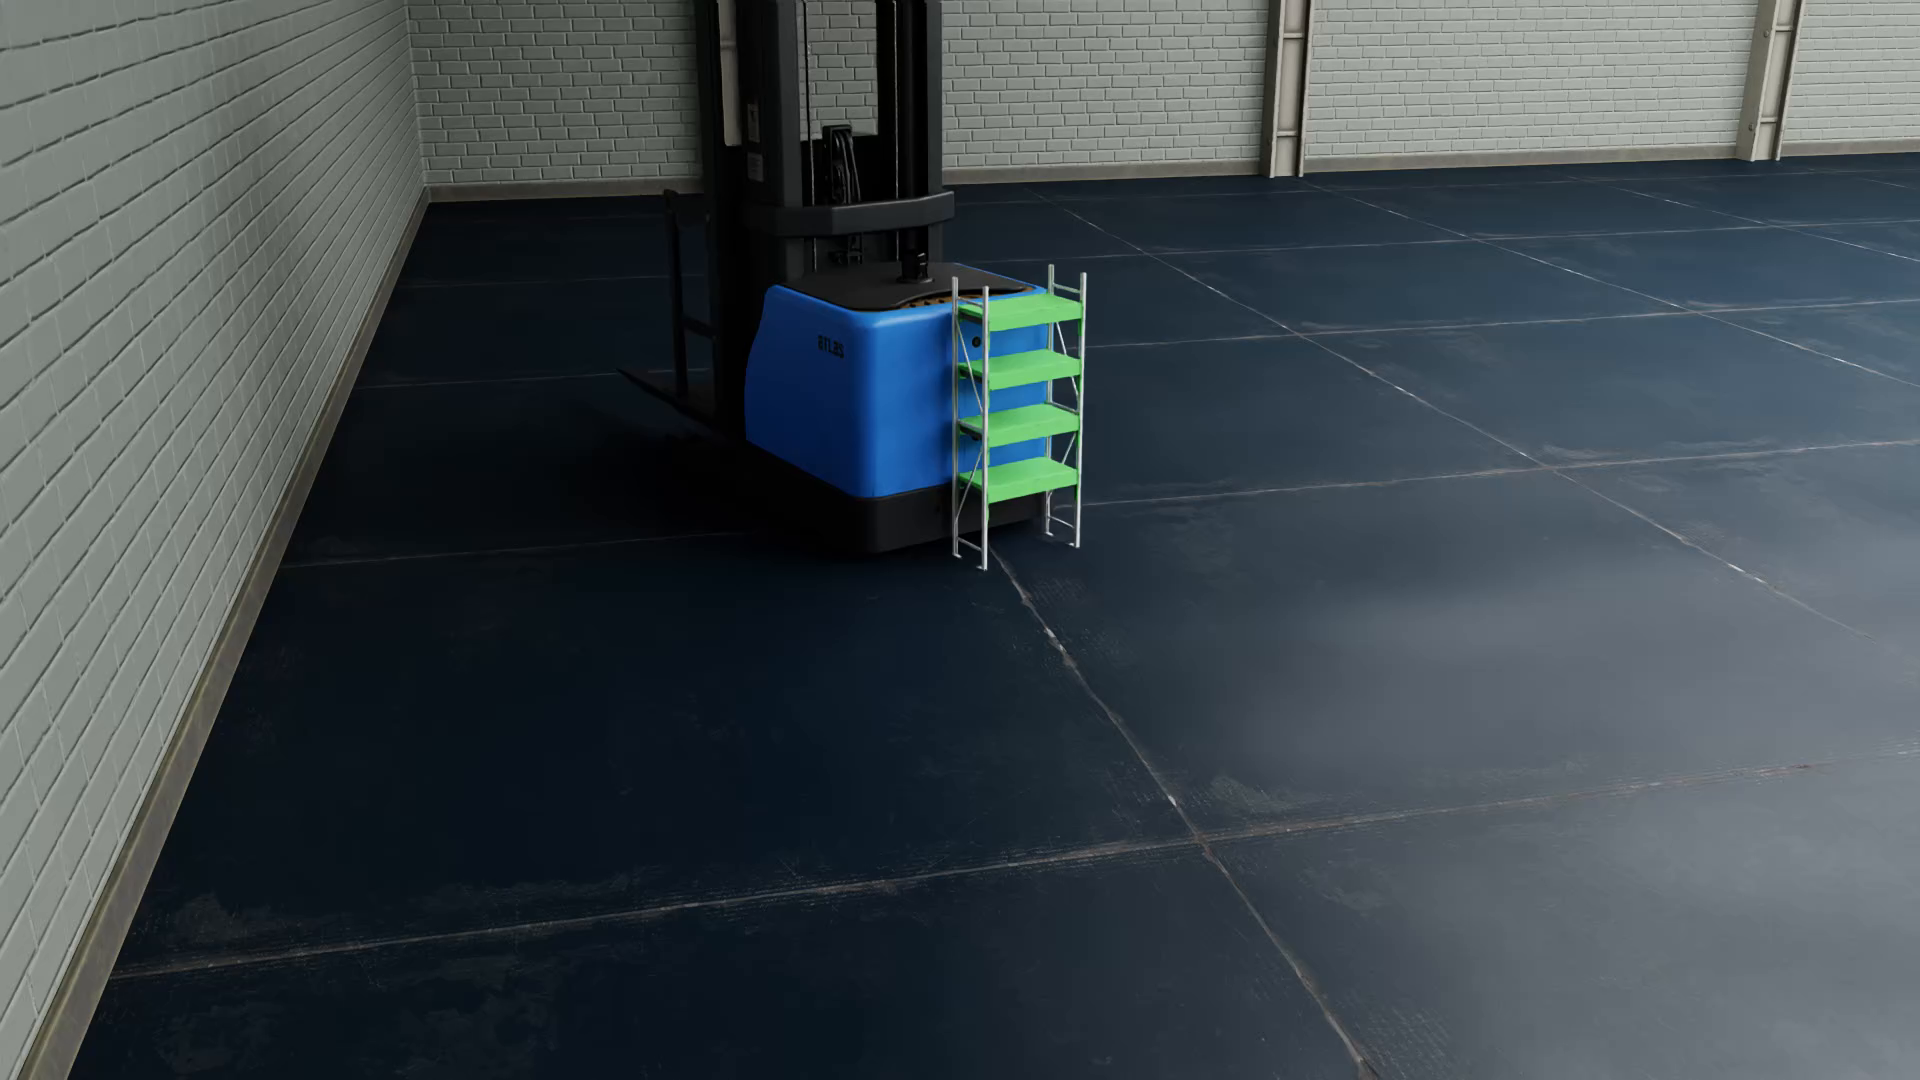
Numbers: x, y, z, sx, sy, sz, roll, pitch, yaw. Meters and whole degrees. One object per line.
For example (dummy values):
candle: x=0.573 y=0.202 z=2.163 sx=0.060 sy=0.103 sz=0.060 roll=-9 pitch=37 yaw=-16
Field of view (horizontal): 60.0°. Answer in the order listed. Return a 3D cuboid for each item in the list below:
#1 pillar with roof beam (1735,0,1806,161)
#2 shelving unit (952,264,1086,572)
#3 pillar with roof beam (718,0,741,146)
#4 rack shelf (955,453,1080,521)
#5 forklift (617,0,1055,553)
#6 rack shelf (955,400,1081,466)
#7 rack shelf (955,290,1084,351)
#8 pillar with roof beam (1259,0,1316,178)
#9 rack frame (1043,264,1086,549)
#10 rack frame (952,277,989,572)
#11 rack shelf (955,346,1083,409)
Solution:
pillar with roof beam: x=10.348 y=-7.261 z=14.055 sx=0.400 sy=9.000 sz=9.100 roll=-5 pitch=21 yaw=-12
shelving unit: x=0.242 y=-0.514 z=6.973 sx=0.503 sy=1.200 sz=0.258 roll=-13 pitch=24 yaw=-32
pillar with roof beam: x=-1.330 y=-6.312 z=11.462 sx=0.400 sy=9.000 sz=9.100 roll=-5 pitch=21 yaw=-12
rack shelf: x=0.242 y=-0.229 z=7.078 sx=0.480 sy=0.148 sz=0.258 roll=-13 pitch=24 yaw=-32
forklift: x=-0.812 y=-1.771 z=7.888 sx=1.130 sy=2.935 sz=3.031 roll=-13 pitch=24 yaw=-31
rack shelf: x=0.242 y=-0.454 z=6.995 sx=0.480 sy=0.148 sz=0.258 roll=-13 pitch=24 yaw=-32
rack shelf: x=0.242 y=-0.905 z=6.830 sx=0.480 sy=0.148 sz=0.258 roll=-13 pitch=24 yaw=-32
pillar with roof beam: x=4.509 y=-6.786 z=12.758 sx=0.400 sy=9.000 sz=9.100 roll=-5 pitch=21 yaw=-12
rack frame: x=0.444 y=-0.561 z=7.102 sx=0.015 sy=1.200 sz=0.240 roll=-13 pitch=24 yaw=-32
rack frame: x=0.040 y=-0.467 z=6.845 sx=0.015 sy=1.200 sz=0.240 roll=-13 pitch=24 yaw=-32
rack shelf: x=0.242 y=-0.679 z=6.913 sx=0.480 sy=0.148 sz=0.258 roll=-13 pitch=24 yaw=-32
